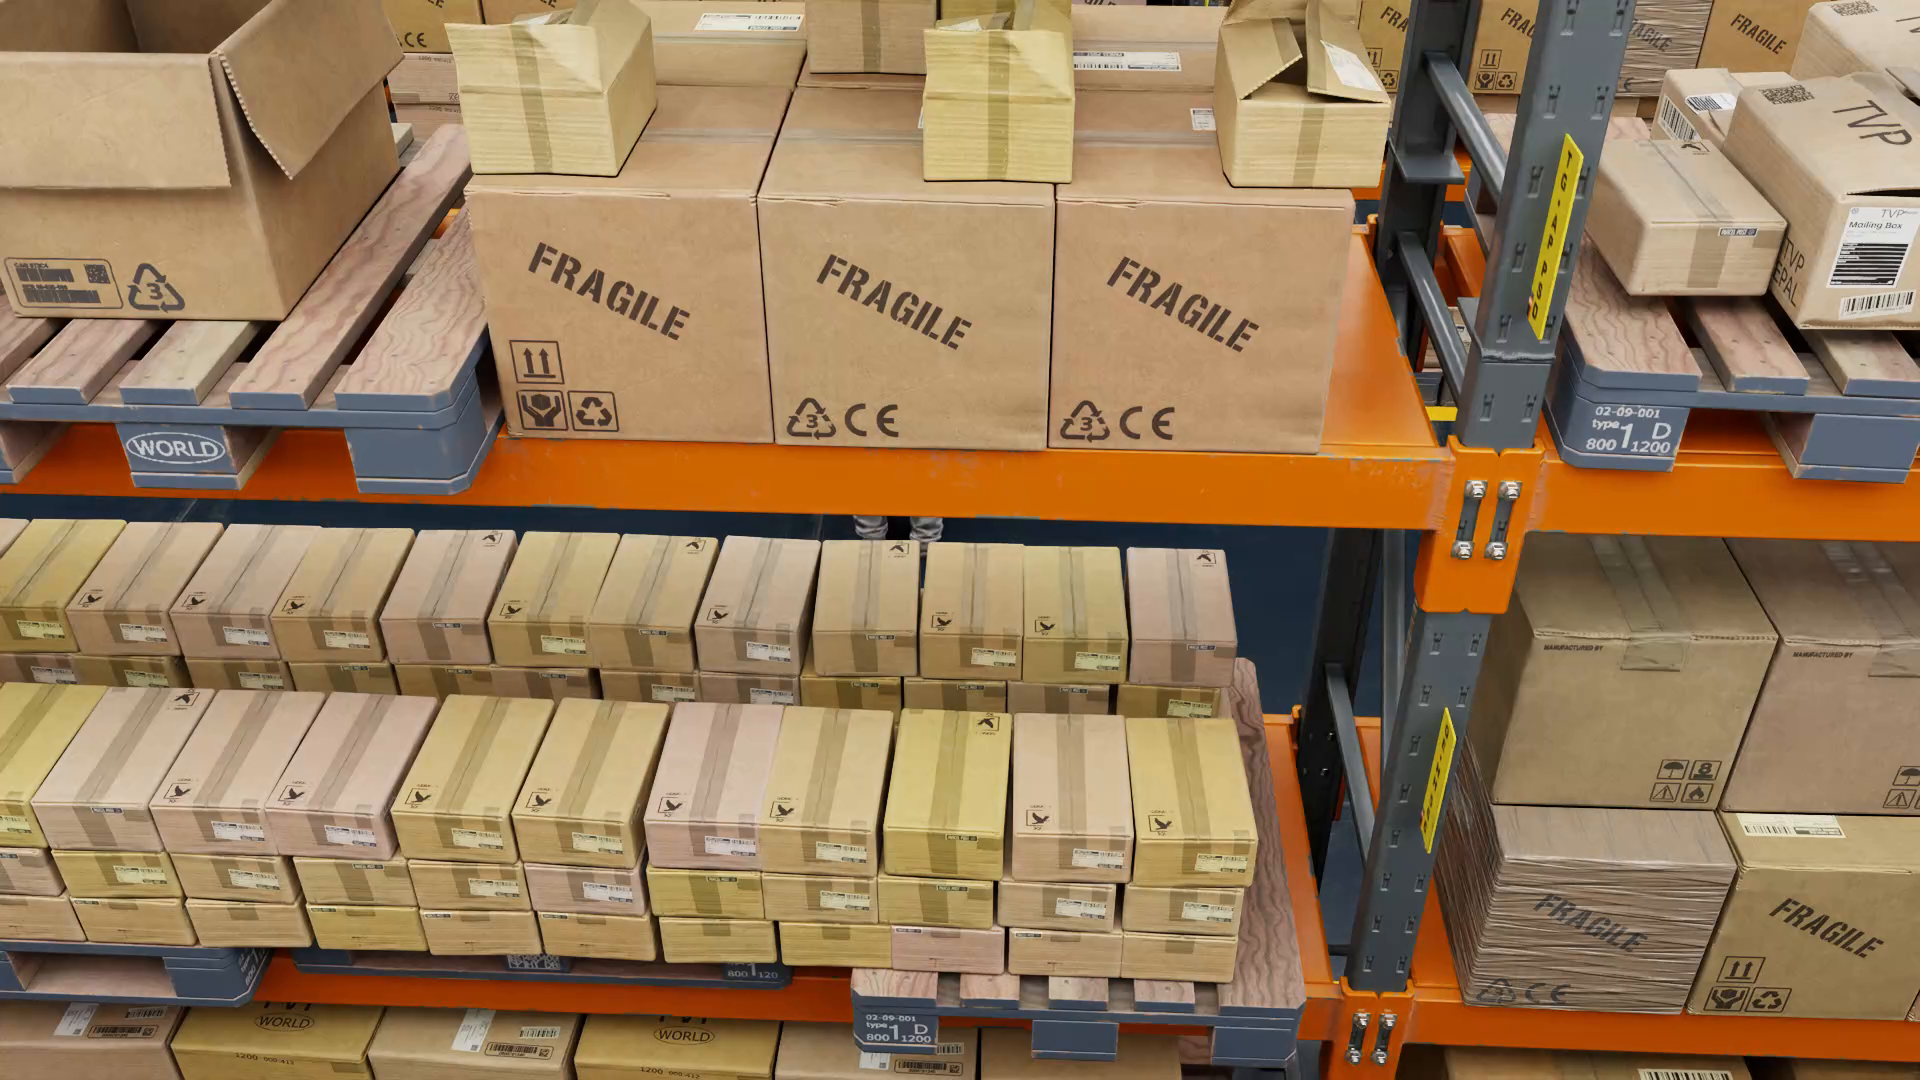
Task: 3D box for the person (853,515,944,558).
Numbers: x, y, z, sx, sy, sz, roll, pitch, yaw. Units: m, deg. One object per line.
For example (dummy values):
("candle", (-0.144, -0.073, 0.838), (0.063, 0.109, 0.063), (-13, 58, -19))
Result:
("person", (-0.292, -0.527, 7.520), (0.517, 1.027, 0.984), (0, 35, 0))
